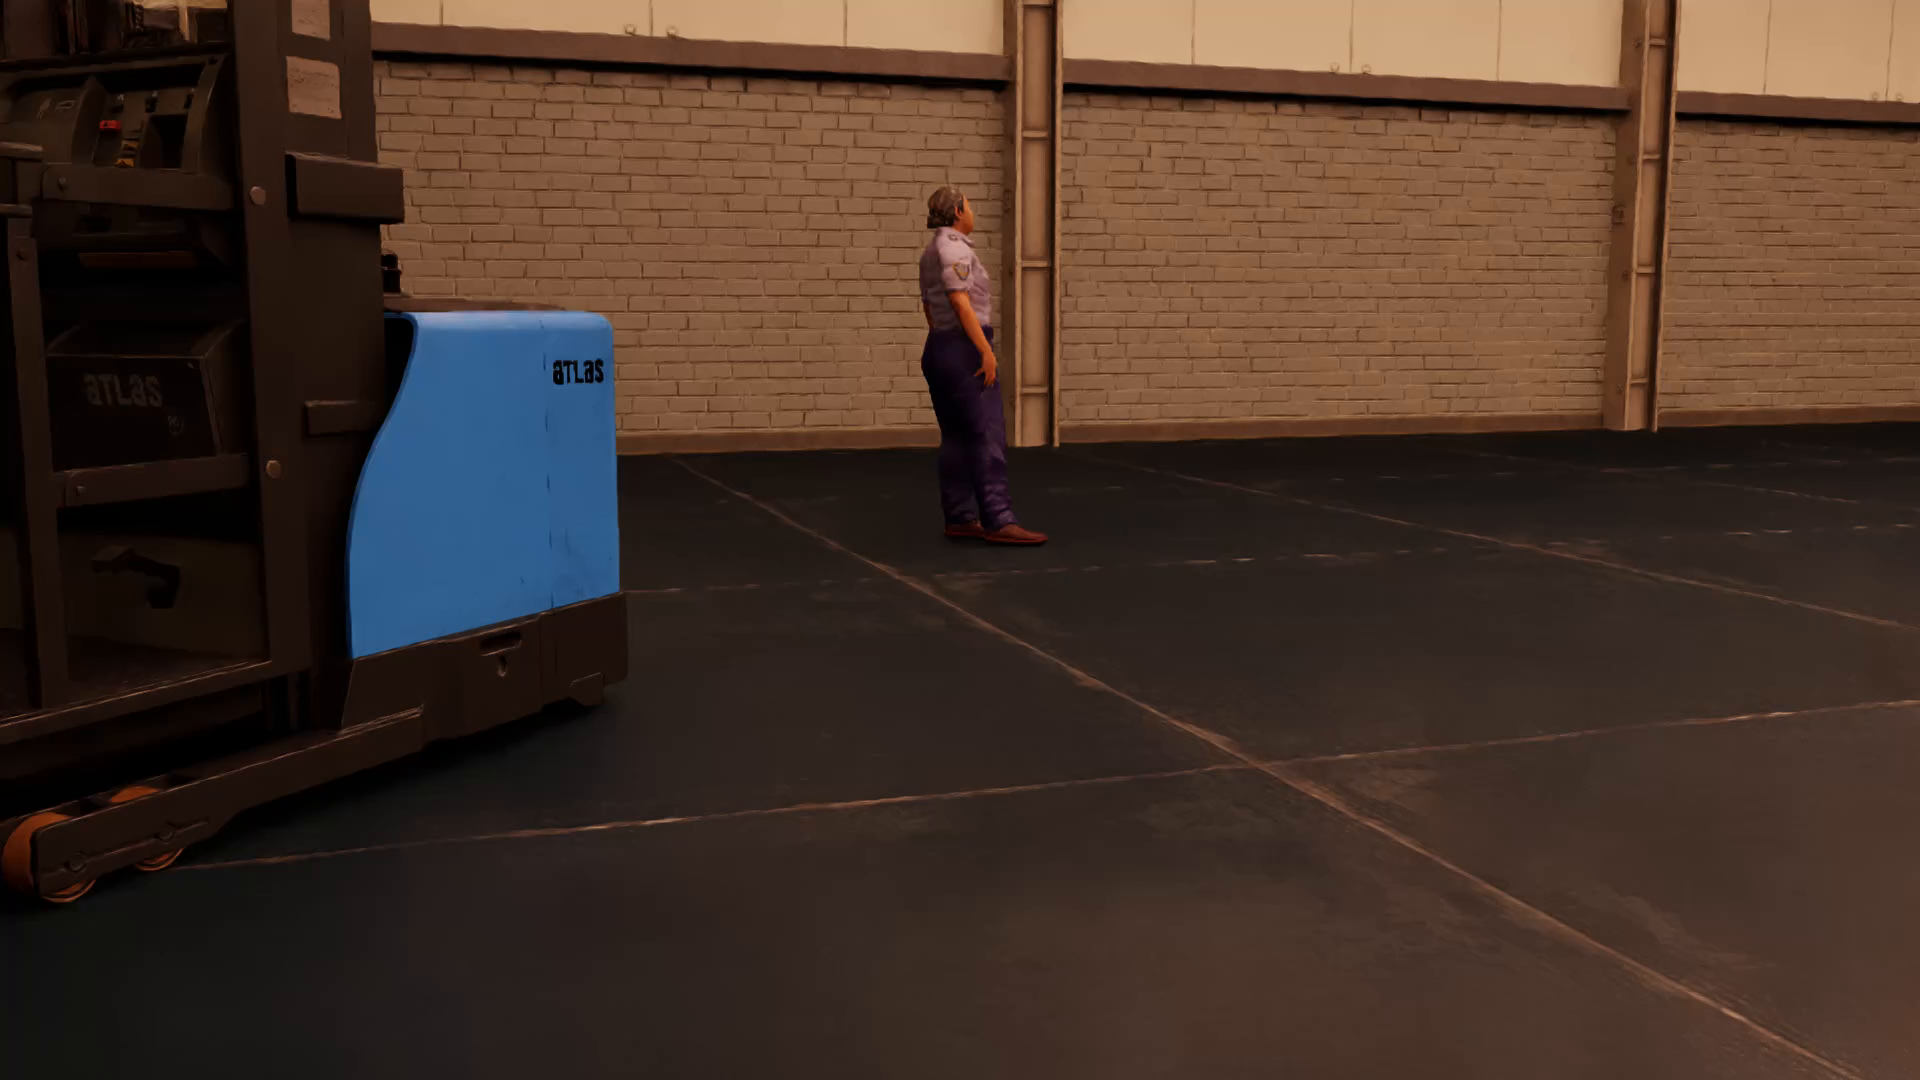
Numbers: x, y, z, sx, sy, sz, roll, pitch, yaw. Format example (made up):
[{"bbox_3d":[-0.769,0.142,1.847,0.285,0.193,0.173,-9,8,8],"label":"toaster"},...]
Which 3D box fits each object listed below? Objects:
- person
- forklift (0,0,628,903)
[{"bbox_3d":[0.093,-0.816,7.820,0.501,1.633,0.599,-3,8,-18],"label":"person"},{"bbox_3d":[-1.996,-0.854,3.323,1.130,2.935,3.031,4,9,24],"label":"forklift"}]
